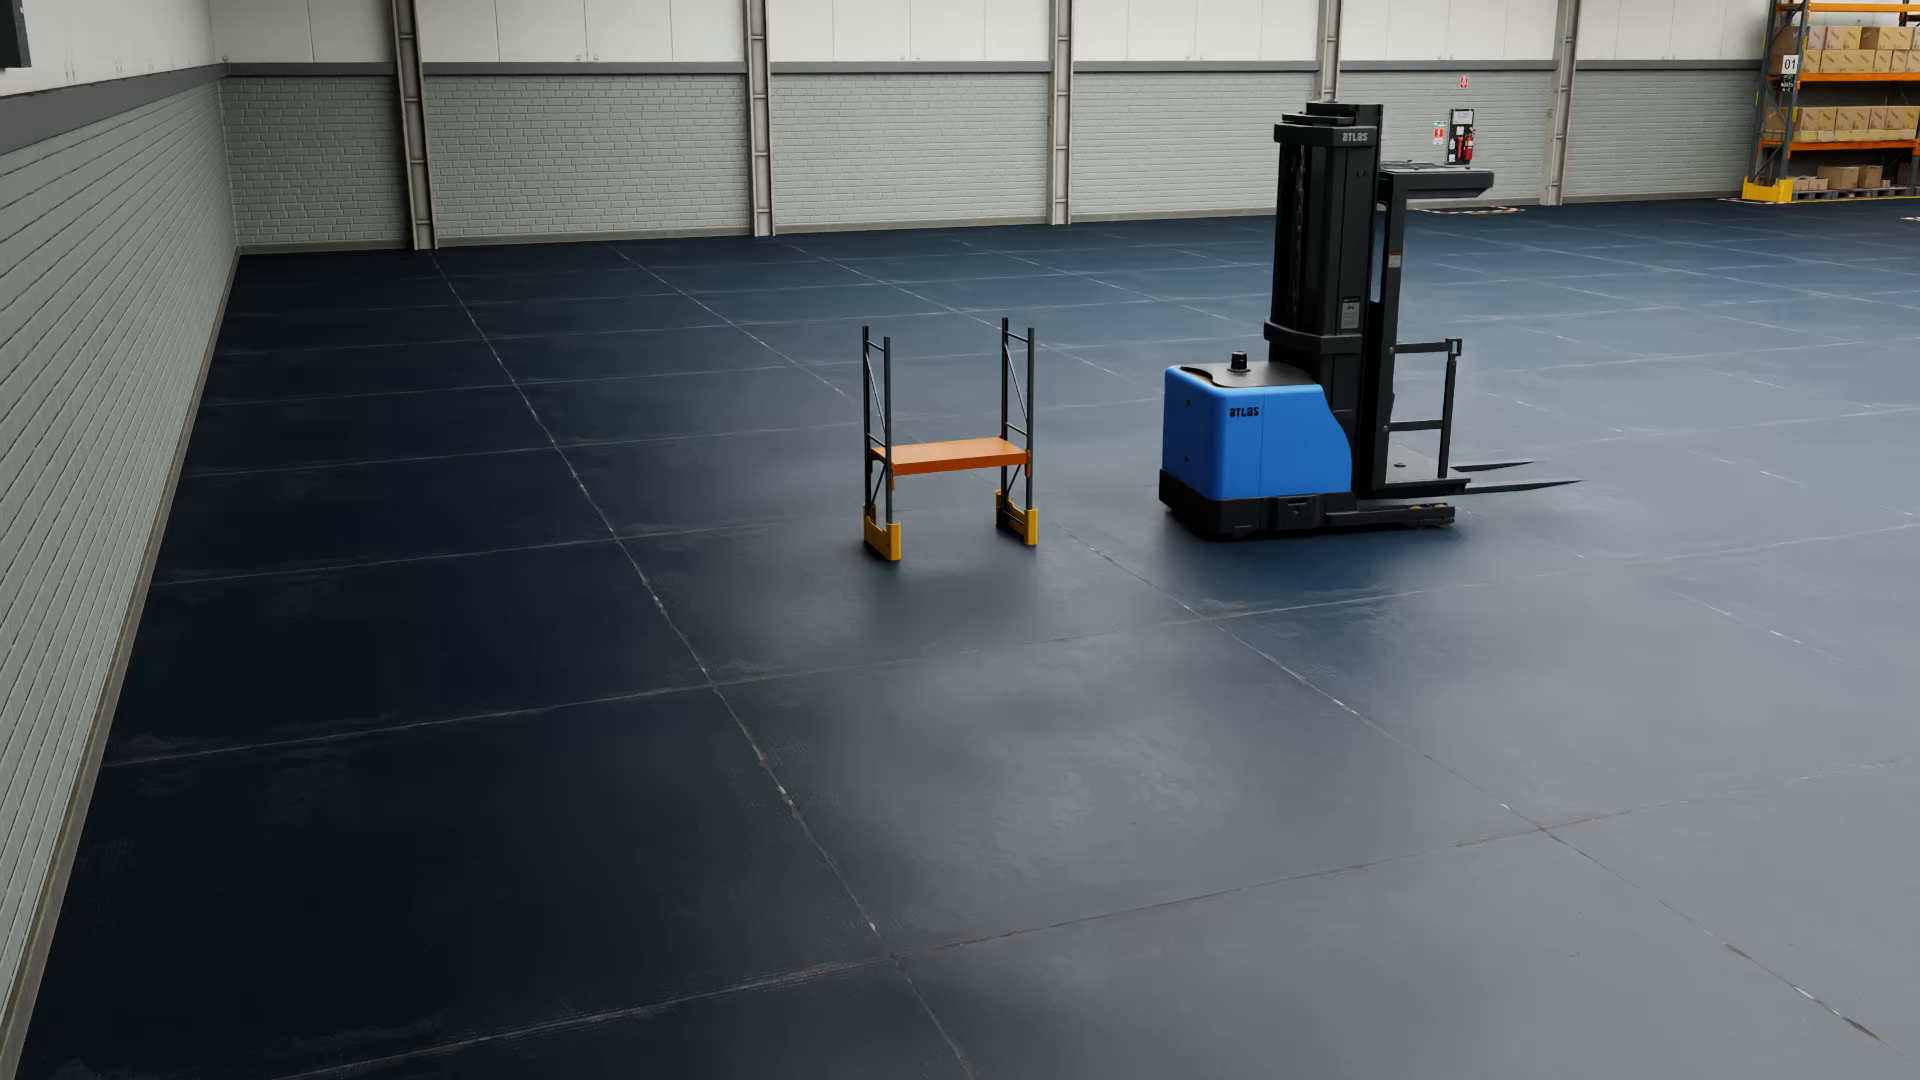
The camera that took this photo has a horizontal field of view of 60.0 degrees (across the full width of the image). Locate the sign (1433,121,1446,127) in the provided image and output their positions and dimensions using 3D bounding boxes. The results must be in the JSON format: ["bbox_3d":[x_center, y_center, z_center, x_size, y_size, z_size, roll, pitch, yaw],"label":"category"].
[{"bbox_3d":[10.284,-8.917,35.635,0.331,0.109,0.001,-6,17,-20],"label":"sign"}]

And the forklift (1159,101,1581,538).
[{"bbox_3d":[3.053,-1.622,11.918,3.031,2.935,1.130,-4,17,-13],"label":"forklift"}]

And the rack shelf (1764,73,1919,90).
[{"bbox_3d":[20.277,-10.517,38.043,4.000,0.370,1.077,-6,17,-20],"label":"rack shelf"}]

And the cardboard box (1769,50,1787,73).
[{"bbox_3d":[18.708,-10.827,37.608,0.500,0.500,0.500,-5,17,-16],"label":"cardboard box"}]

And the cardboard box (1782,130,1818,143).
[{"bbox_3d":[18.979,-9.125,37.579,0.500,0.250,0.500,-7,18,-22],"label":"cardboard box"}]

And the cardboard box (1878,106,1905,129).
[{"bbox_3d":[21.350,-9.742,38.347,0.500,0.500,0.500,-6,17,-20],"label":"cardboard box"}]

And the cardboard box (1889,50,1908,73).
[{"bbox_3d":[21.284,-10.958,38.054,0.500,0.500,0.500,-8,18,-25],"label":"cardboard box"}]

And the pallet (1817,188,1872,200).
[{"bbox_3d":[20.389,-8.086,38.759,1.213,0.211,1.003,-6,17,-20],"label":"pallet"}]

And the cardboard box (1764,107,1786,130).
[{"bbox_3d":[18.773,-9.623,37.942,0.500,0.500,0.500,-6,18,-21],"label":"cardboard box"}]

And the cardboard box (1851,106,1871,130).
[{"bbox_3d":[20.390,-9.641,38.005,0.500,0.500,0.500,-6,17,-18],"label":"cardboard box"}]

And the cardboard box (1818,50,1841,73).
[{"bbox_3d":[19.325,-10.731,37.281,0.500,0.500,0.500,-5,17,-16],"label":"cardboard box"}]

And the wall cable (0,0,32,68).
[{"bbox_3d":[-4.595,-5.268,7.530,0.169,6.003,2.305,-6,17,-20],"label":"wall cable"}]

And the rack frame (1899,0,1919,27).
[{"bbox_3d":[22.144,-12.503,38.205,0.127,3.000,1.000,-6,17,-20],"label":"rack frame"}]

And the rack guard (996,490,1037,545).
[{"bbox_3d":[0.394,-0.162,11.708,0.087,0.250,0.587,-6,17,-20],"label":"rack guard"}]

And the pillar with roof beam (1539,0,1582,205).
[{"bbox_3d":[14.691,-10.661,31.930,0.400,9.000,9.100,-6,17,-20],"label":"pillar with roof beam"}]

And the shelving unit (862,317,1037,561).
[{"bbox_3d":[-0.071,-0.712,11.361,1.083,1.500,0.587,-6,17,-20],"label":"shelving unit"}]

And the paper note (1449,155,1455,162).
[{"bbox_3d":[10.639,-8.253,35.944,0.142,0.148,0.016,-6,17,-20],"label":"paper note"}]

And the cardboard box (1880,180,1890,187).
[{"bbox_3d":[21.656,-8.415,39.177,0.250,0.166,0.380,-9,18,-27],"label":"cardboard box"}]

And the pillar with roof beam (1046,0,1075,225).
[{"bbox_3d":[3.486,-9.451,27.810,0.400,9.000,9.100,-6,17,-20],"label":"pillar with roof beam"}]

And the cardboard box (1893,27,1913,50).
[{"bbox_3d":[21.263,-11.421,37.856,0.500,0.500,0.500,-5,17,-17],"label":"cardboard box"}]

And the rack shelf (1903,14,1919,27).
[{"bbox_3d":[24.012,-12.168,39.050,4.000,0.370,1.077,-6,17,-20],"label":"rack shelf"}]

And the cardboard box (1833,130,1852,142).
[{"bbox_3d":[19.936,-9.231,37.939,0.500,0.250,0.500,-6,18,-21],"label":"cardboard box"}]

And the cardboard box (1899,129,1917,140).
[{"bbox_3d":[21.811,-9.435,38.635,0.500,0.250,0.500,-6,17,-20],"label":"cardboard box"}]

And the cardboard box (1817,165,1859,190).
[{"bbox_3d":[20.323,-8.398,38.527,0.500,0.500,0.700,-7,18,-24],"label":"cardboard box"}]

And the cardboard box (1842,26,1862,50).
[{"bbox_3d":[19.817,-11.265,37.324,0.500,0.500,0.500,-6,17,-19],"label":"cardboard box"}]

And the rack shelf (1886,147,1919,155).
[{"bbox_3d":[24.012,-9.481,39.839,4.000,0.370,1.077,-6,17,-20],"label":"rack shelf"}]

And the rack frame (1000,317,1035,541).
[{"bbox_3d":[0.395,-0.762,11.532,0.032,1.500,0.500,-6,17,-20],"label":"rack frame"}]

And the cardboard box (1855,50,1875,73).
[{"bbox_3d":[20.301,-10.844,37.666,0.500,0.500,0.500,-5,17,-17],"label":"cardboard box"}]

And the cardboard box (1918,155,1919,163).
[{"bbox_3d":[23.236,-9.120,39.657,0.500,0.250,0.500,-7,18,-21],"label":"cardboard box"}]

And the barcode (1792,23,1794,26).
[{"bbox_3d":[18.893,-11.680,37.707,0.075,0.075,0.001,-6,17,-20],"label":"barcode"}]

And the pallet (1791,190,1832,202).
[{"bbox_3d":[19.251,-7.964,38.343,1.213,0.211,1.003,-6,17,-20],"label":"pallet"}]

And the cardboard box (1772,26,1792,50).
[{"bbox_3d":[18.718,-11.310,37.479,0.500,0.500,0.500,-5,17,-18],"label":"cardboard box"}]

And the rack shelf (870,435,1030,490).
[{"bbox_3d":[-0.080,-0.538,11.408,1.000,0.185,0.538,-6,17,-20],"label":"rack shelf"}]

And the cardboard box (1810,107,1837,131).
[{"bbox_3d":[19.428,-9.535,37.645,0.500,0.500,0.500,-6,17,-20],"label":"cardboard box"}]

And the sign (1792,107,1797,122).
[{"bbox_3d":[18.604,-9.494,37.069,0.005,0.325,0.100,-6,17,-20],"label":"sign"}]

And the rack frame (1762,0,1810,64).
[{"bbox_3d":[18.409,-12.100,36.832,0.127,3.000,1.000,-6,17,-20],"label":"rack frame"}]

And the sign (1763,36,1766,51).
[{"bbox_3d":[18.229,-11.234,37.634,0.005,0.325,0.100,-6,17,-20],"label":"sign"}]

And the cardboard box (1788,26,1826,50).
[{"bbox_3d":[18.856,-11.173,37.012,0.500,0.500,0.500,-8,18,-24],"label":"cardboard box"}]

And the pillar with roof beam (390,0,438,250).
[{"bbox_3d":[-7.720,-8.241,23.690,0.400,9.000,9.100,-6,17,-20],"label":"pillar with roof beam"}]

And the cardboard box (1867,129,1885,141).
[{"bbox_3d":[20.878,-9.332,38.285,0.500,0.250,0.500,-6,17,-20],"label":"cardboard box"}]

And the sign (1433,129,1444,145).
[{"bbox_3d":[10.276,-8.664,35.716,0.234,0.329,0.001,-6,17,-20],"label":"sign"}]

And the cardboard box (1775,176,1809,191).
[{"bbox_3d":[19.088,-8.189,38.151,0.500,0.311,0.500,-8,18,-26],"label":"cardboard box"}]
